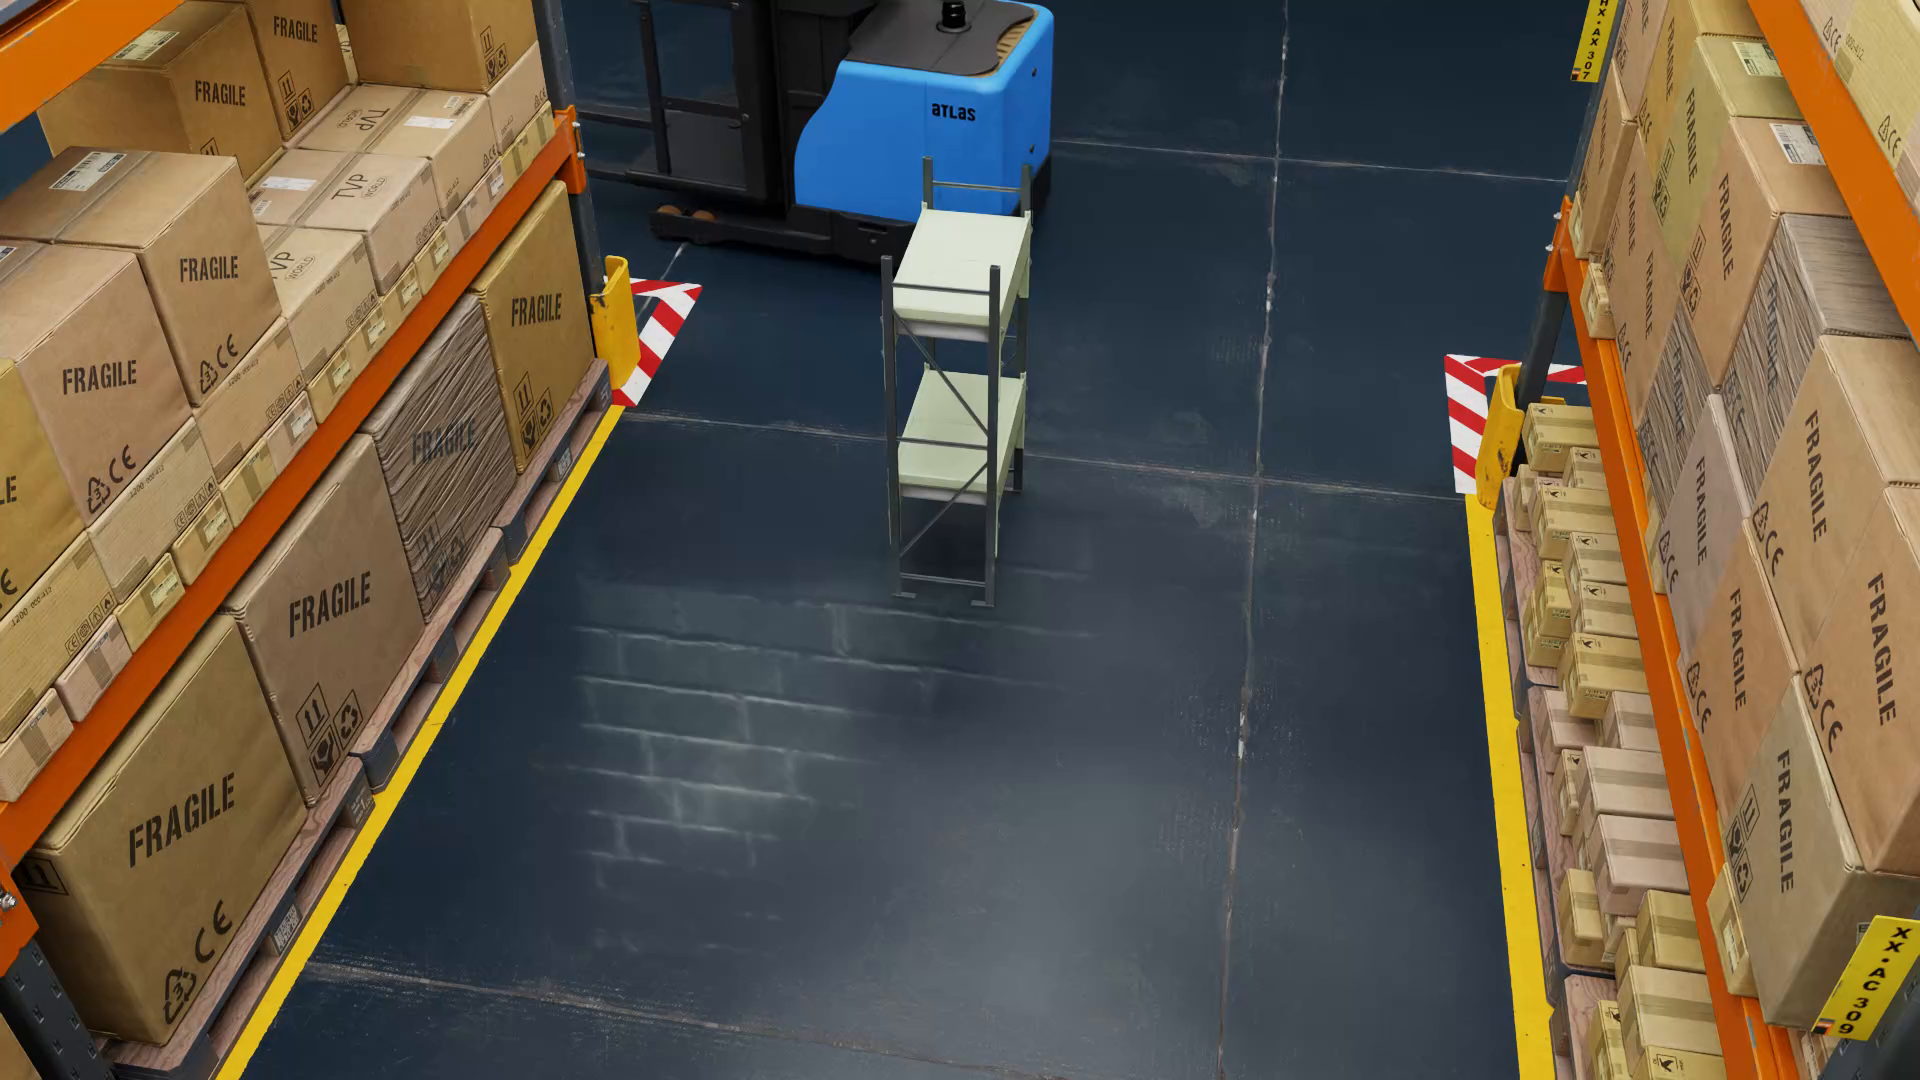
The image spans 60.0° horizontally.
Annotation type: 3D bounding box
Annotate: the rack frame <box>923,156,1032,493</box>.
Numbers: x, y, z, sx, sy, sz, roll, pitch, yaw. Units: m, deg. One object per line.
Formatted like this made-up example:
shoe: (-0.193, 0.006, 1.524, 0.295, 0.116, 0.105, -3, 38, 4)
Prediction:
rack frame: (0.062, -0.804, 6.545, 0.400, 1.500, 0.023, 6, 40, 8)

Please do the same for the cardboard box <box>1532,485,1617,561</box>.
cardboard box: (2.250, -0.047, 5.894, 0.380, 0.149, 0.250, 6, 40, 8)

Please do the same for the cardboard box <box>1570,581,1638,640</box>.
cardboard box: (2.231, 0.291, 5.485, 0.380, 0.149, 0.250, 8, 40, 9)

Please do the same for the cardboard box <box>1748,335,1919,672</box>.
cardboard box: (1.981, -0.054, 3.365, 0.500, 0.500, 0.500, 5, 40, 6)

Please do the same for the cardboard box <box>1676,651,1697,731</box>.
cardboard box: (2.030, 0.358, 4.160, 0.380, 0.149, 0.250, 5, 40, 6)

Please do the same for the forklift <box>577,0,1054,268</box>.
forklift: (-1.093, -2.965, 8.035, 3.031, 2.935, 1.130, 12, 41, 14)

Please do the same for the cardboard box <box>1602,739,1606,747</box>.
cardboard box: (2.206, 0.745, 5.169, 0.380, 0.149, 0.250, 8, 40, 10)

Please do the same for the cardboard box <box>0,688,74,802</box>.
cardboard box: (-2.407, 0.472, 4.023, 0.380, 0.149, 0.250, 6, 40, 8)

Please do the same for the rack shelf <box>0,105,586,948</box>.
rack shelf: (-2.440, -0.454, 5.510, 1.077, 0.370, 4.000, 6, 40, 8)

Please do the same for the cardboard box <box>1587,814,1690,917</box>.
cardboard box: (2.006, 0.934, 4.708, 0.380, 0.149, 0.250, 5, 40, 6)

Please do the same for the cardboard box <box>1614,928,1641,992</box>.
cardboard box: (2.027, 1.236, 4.575, 0.380, 0.149, 0.250, 7, 40, 8)

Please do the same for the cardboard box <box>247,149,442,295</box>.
cardboard box: (-2.092, -1.072, 5.577, 0.500, 0.250, 0.500, 5, 40, 6)

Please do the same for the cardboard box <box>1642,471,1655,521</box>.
cardboard box: (2.176, -0.128, 4.747, 0.380, 0.149, 0.250, 8, 40, 9)

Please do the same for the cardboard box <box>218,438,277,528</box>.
cardboard box: (-2.229, -0.184, 4.816, 0.380, 0.149, 0.250, 6, 40, 7)

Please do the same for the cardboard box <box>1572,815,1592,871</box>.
cardboard box: (2.105, 0.982, 5.117, 0.380, 0.149, 0.250, 7, 40, 9)

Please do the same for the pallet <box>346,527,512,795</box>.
pallet: (-2.368, 0.362, 6.146, 1.003, 0.211, 1.213, 6, 40, 8)

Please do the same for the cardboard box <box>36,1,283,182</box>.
cardboard box: (-2.613, -1.421, 5.411, 0.500, 0.500, 0.500, 5, 40, 6)

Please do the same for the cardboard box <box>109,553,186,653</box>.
cardboard box: (-2.316, 0.141, 4.422, 0.380, 0.149, 0.250, 8, 40, 9)

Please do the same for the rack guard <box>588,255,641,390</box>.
rack guard: (-2.089, -1.038, 7.613, 1.175, 0.500, 0.348, 6, 40, 8)

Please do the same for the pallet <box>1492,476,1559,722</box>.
pallet: (2.586, 0.252, 6.279, 1.003, 0.211, 1.213, 6, 40, 8)

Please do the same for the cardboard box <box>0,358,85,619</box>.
cardboard box: (-2.451, -0.094, 3.806, 0.500, 0.500, 0.500, 6, 40, 8)

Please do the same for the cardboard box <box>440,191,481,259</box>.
cardboard box: (-1.963, -1.152, 5.986, 0.380, 0.149, 0.250, 7, 40, 8)

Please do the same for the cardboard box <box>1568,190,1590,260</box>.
cardboard box: (2.395, -1.112, 5.938, 0.380, 0.149, 0.250, 6, 40, 7)

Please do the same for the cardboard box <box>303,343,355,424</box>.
cardboard box: (-2.139, -0.507, 5.206, 0.380, 0.149, 0.250, 5, 40, 6)

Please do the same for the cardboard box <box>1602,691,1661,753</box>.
cardboard box: (2.191, 0.619, 5.088, 0.380, 0.149, 0.250, 6, 40, 8)

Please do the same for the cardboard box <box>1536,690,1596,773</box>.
cardboard box: (2.136, 0.650, 5.518, 0.380, 0.149, 0.250, 5, 40, 6)

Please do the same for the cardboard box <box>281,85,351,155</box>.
cardboard box: (-2.526, -1.445, 6.028, 0.500, 0.250, 0.500, 6, 40, 7)

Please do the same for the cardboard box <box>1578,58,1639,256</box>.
cardboard box: (2.424, -1.278, 5.630, 0.500, 0.500, 0.500, 8, 40, 10)

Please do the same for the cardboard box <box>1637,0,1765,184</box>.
cardboard box: (2.354, -1.345, 4.926, 0.500, 0.500, 0.500, 7, 40, 9)

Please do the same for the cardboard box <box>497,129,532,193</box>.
cardboard box: (-1.874, -1.467, 6.367, 0.380, 0.149, 0.250, 7, 40, 8)

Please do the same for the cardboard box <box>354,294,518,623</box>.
cardboard box: (-2.283, -0.348, 6.155, 0.875, 0.875, 0.875, 6, 40, 8)

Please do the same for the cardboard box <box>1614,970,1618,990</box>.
cardboard box: (2.089, 1.309, 4.721, 0.380, 0.149, 0.250, 5, 40, 7)

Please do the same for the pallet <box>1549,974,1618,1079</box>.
pallet: (2.163, 1.784, 4.427, 1.003, 0.211, 1.213, 6, 40, 8)

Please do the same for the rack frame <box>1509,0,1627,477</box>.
rack frame: (2.774, -1.376, 6.060, 1.000, 3.000, 0.127, 6, 40, 8)

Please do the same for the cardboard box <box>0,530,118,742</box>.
cardboard box: (-2.446, 0.201, 4.037, 0.500, 0.250, 0.500, 6, 40, 7)

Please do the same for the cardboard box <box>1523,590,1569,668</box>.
cardboard box: (2.215, 0.333, 5.901, 0.380, 0.149, 0.250, 7, 40, 8)

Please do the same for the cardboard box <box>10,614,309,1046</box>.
cardboard box: (-2.593, 0.776, 4.796, 0.875, 0.875, 0.875, 6, 40, 8)

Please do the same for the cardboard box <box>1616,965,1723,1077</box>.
cardboard box: (1.928, 1.268, 4.303, 0.380, 0.149, 0.250, 6, 40, 7)

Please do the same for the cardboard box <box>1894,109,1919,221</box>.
cardboard box: (1.999, -0.614, 2.902, 0.500, 0.250, 0.500, 6, 40, 8)

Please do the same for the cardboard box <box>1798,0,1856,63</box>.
cardboard box: (2.173, -1.243, 3.664, 0.500, 0.250, 0.500, 6, 40, 7)

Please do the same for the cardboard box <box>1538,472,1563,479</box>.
cardboard box: (2.431, -0.253, 6.377, 0.380, 0.149, 0.250, 8, 40, 10)

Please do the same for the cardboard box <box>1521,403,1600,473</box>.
cardboard box: (2.349, -0.377, 6.293, 0.380, 0.149, 0.250, 5, 40, 6)

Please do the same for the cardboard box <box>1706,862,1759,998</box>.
cardboard box: (1.838, 0.852, 3.562, 0.380, 0.149, 0.250, 5, 40, 6)

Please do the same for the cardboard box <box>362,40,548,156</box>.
cardboard box: (-1.916, -1.710, 6.348, 0.500, 0.250, 0.500, 6, 40, 7)

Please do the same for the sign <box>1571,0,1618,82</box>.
sign: (2.240, -1.770, 5.857, 0.100, 0.325, 0.005, 6, 40, 8)

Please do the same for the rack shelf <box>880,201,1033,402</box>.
rack shelf: (-0.001, -0.875, 6.018, 0.431, 0.370, 0.720, 6, 40, 8)

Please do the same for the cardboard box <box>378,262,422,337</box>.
cardboard box: (-2.050, -0.826, 5.592, 0.380, 0.149, 0.250, 7, 40, 8)

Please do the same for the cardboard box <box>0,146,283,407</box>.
cardboard box: (-2.273, -0.730, 4.574, 0.500, 0.500, 0.500, 5, 40, 6)

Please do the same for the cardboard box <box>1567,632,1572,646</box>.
cardboard box: (2.269, 0.402, 5.584, 0.380, 0.149, 0.250, 5, 40, 6)

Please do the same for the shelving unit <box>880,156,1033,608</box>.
shelving unit: (-0.001, -0.574, 6.267, 0.431, 1.500, 0.755, 6, 40, 8)

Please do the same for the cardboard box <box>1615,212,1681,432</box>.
cardboard box: (2.260, -0.633, 4.850, 0.500, 0.500, 0.500, 7, 40, 8)

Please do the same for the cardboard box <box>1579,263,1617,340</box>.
cardboard box: (2.293, -0.785, 5.542, 0.380, 0.149, 0.250, 5, 40, 6)

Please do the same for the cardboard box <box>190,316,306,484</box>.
cardboard box: (-2.271, -0.436, 4.808, 0.500, 0.250, 0.500, 7, 40, 9)

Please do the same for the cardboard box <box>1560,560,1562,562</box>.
cardboard box: (2.372, 0.076, 5.979, 0.380, 0.149, 0.250, 7, 40, 8)

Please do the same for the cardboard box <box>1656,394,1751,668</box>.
cardboard box: (2.066, 0.009, 4.074, 0.500, 0.500, 0.500, 6, 40, 7)

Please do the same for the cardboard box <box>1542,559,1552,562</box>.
cardboard box: (2.404, 0.028, 6.270, 0.380, 0.149, 0.250, 6, 40, 7)

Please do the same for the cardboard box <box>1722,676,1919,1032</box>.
cardboard box: (1.887, 0.646, 3.302, 0.500, 0.500, 0.500, 6, 40, 8)

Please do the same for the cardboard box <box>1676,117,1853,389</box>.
cardboard box: (2.157, -0.701, 4.147, 0.500, 0.500, 0.500, 5, 40, 6)
